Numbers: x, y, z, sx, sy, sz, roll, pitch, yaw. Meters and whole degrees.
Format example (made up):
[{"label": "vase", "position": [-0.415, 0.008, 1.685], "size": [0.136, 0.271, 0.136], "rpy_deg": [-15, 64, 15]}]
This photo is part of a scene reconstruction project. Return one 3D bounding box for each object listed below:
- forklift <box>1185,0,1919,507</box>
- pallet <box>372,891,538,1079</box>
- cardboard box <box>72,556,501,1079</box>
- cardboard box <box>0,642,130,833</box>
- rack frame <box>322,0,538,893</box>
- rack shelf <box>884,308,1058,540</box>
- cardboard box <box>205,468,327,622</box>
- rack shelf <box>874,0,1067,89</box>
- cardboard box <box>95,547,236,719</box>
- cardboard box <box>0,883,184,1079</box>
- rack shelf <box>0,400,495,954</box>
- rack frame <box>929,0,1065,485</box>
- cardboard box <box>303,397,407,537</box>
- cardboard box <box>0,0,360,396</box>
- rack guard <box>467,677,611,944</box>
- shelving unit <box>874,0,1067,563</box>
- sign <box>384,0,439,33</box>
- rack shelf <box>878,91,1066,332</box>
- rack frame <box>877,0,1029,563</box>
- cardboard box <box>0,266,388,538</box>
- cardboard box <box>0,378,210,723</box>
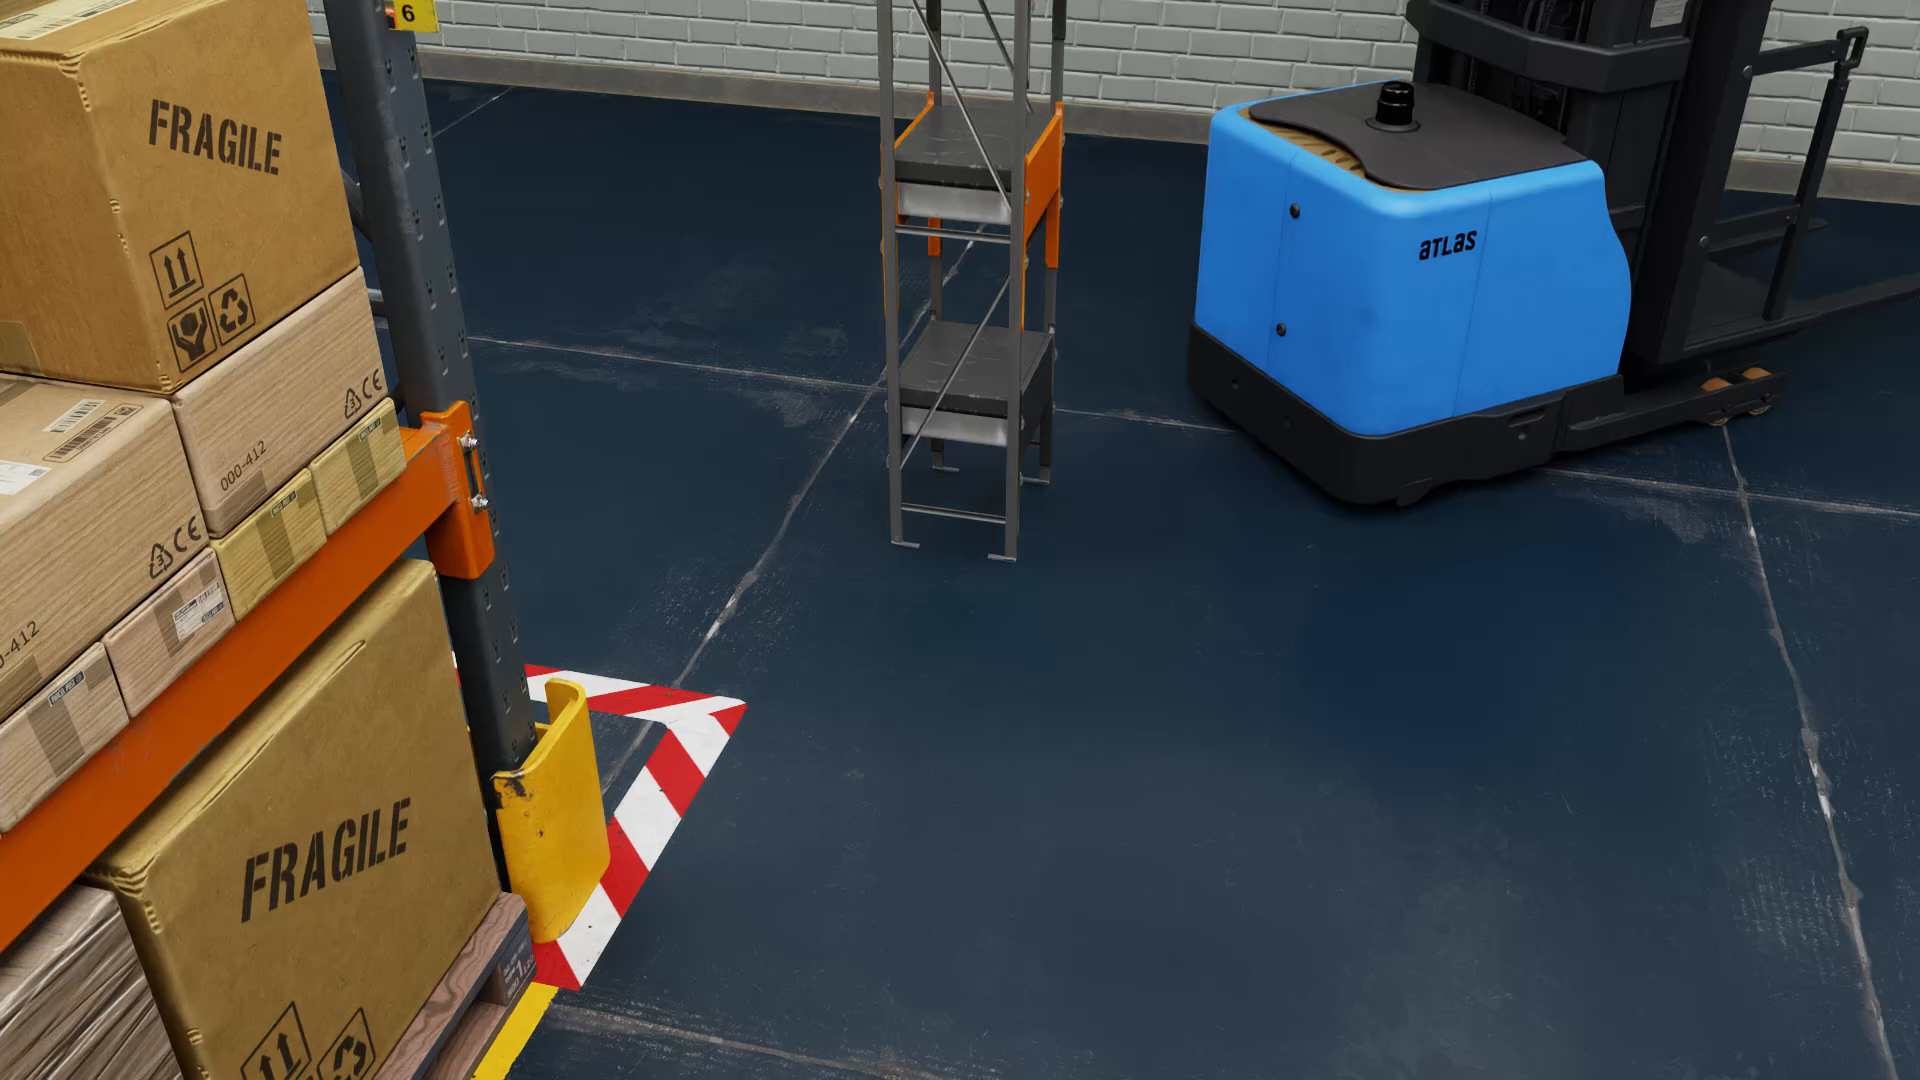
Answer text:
[{"label": "forklift", "position": [2.371, -1.879, 5.473], "size": [3.031, 2.935, 1.130], "rpy_deg": [-15, 35, -22]}, {"label": "pallet", "position": [-1.575, 1.112, 3.305], "size": [1.003, 0.211, 1.213], "rpy_deg": [8, 33, 12]}, {"label": "cardboard box", "position": [-1.532, 0.572, 3.144], "size": [0.875, 0.875, 0.875], "rpy_deg": [8, 33, 12]}, {"label": "cardboard box", "position": [-1.413, 0.240, 2.311], "size": [0.380, 0.149, 0.250], "rpy_deg": [9, 33, 13]}, {"label": "rack frame", "position": [-1.447, -0.491, 3.226], "size": [1.000, 3.000, 0.127], "rpy_deg": [8, 33, 12]}, {"label": "rack shelf", "position": [0.042, -0.370, 5.205], "size": [0.431, 0.518, 0.480], "rpy_deg": [8, 33, 12]}, {"label": "cardboard box", "position": [-1.284, -0.020, 2.720], "size": [0.380, 0.149, 0.250], "rpy_deg": [8, 33, 13]}, {"label": "rack shelf", "position": [0.042, -1.551, 4.454], "size": [0.431, 0.518, 0.480], "rpy_deg": [8, 33, 12]}, {"label": "cardboard box", "position": [-1.349, 0.111, 2.514], "size": [0.380, 0.149, 0.250], "rpy_deg": [8, 33, 12]}, {"label": "cardboard box", "position": [-1.763, 1.044, 2.401], "size": [0.875, 0.875, 0.875], "rpy_deg": [8, 33, 12]}, {"label": "rack shelf", "position": [-1.955, 0.851, 1.787], "size": [1.077, 0.370, 4.000], "rpy_deg": [8, 33, 12]}, {"label": "rack frame", "position": [0.104, -1.099, 5.021], "size": [0.400, 2.100, 0.015], "rpy_deg": [8, 33, 12]}, {"label": "cardboard box", "position": [-1.219, -0.155, 2.932], "size": [0.380, 0.149, 0.250], "rpy_deg": [9, 33, 13]}, {"label": "cardboard box", "position": [-1.317, -0.581, 2.531], "size": [0.500, 0.500, 0.500], "rpy_deg": [8, 33, 13]}, {"label": "rack guard", "position": [-1.441, 0.552, 3.916], "size": [1.175, 0.500, 0.348], "rpy_deg": [8, 33, 12]}, {"label": "shelving unit", "position": [0.042, -0.972, 4.822], "size": [0.431, 2.100, 0.503], "rpy_deg": [8, 33, 12]}, {"label": "sign", "position": [-0.926, -0.998, 2.724], "size": [0.100, 0.325, 0.005], "rpy_deg": [8, 33, 12]}, {"label": "rack shelf", "position": [0.042, -0.960, 4.829], "size": [0.431, 0.518, 0.480], "rpy_deg": [8, 33, 12]}, {"label": "rack frame", "position": [-0.020, -0.845, 4.623], "size": [0.400, 2.100, 0.015], "rpy_deg": [8, 33, 12]}, {"label": "cardboard box", "position": [-1.314, -0.266, 2.734], "size": [0.500, 0.250, 0.500], "rpy_deg": [7, 33, 12]}, {"label": "cardboard box", "position": [-1.443, -0.002, 2.320], "size": [0.500, 0.250, 0.500], "rpy_deg": [7, 33, 12]}]
